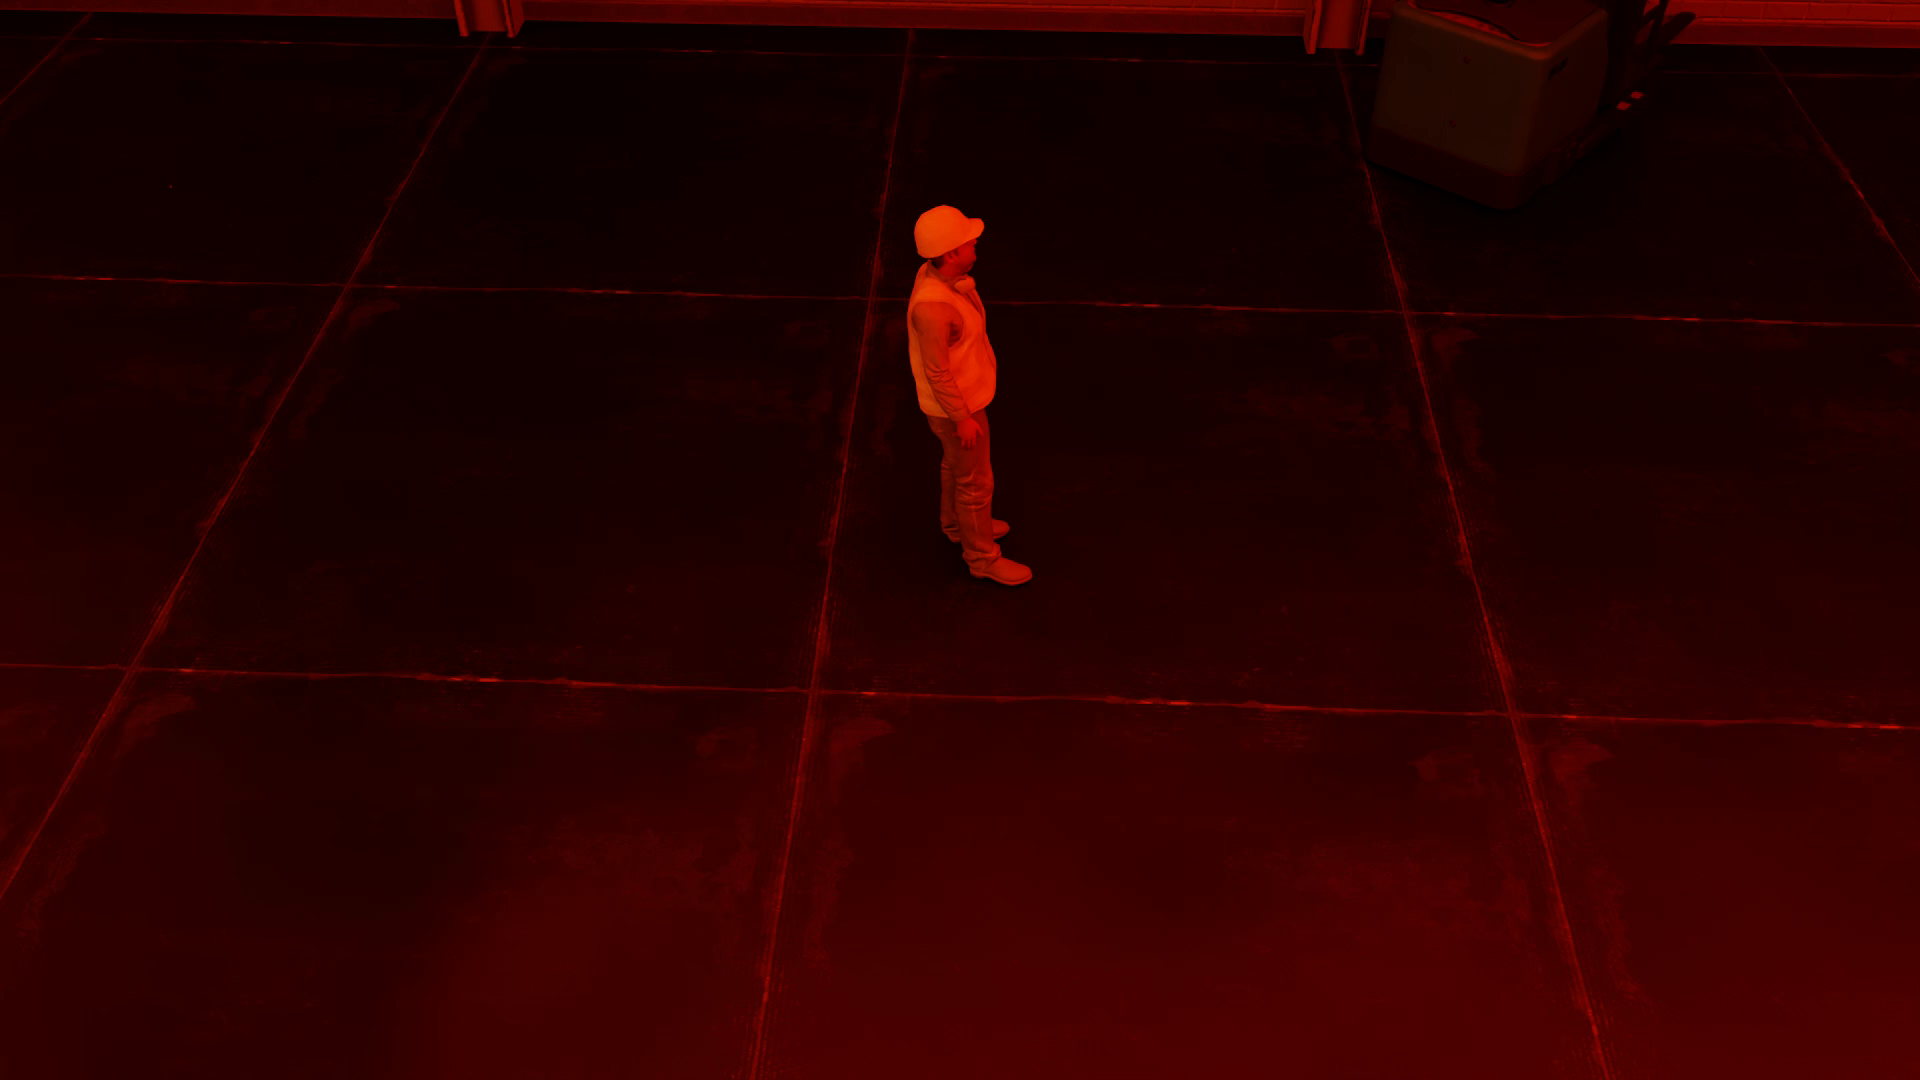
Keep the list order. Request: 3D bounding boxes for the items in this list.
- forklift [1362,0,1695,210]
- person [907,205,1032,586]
[{"bbox_3d":[3.884,-3.977,10.098,1.130,2.935,3.031,31,51,29],"label":"forklift"},{"bbox_3d":[0.063,-0.652,7.307,0.566,1.770,0.634,2,42,2],"label":"person"}]
